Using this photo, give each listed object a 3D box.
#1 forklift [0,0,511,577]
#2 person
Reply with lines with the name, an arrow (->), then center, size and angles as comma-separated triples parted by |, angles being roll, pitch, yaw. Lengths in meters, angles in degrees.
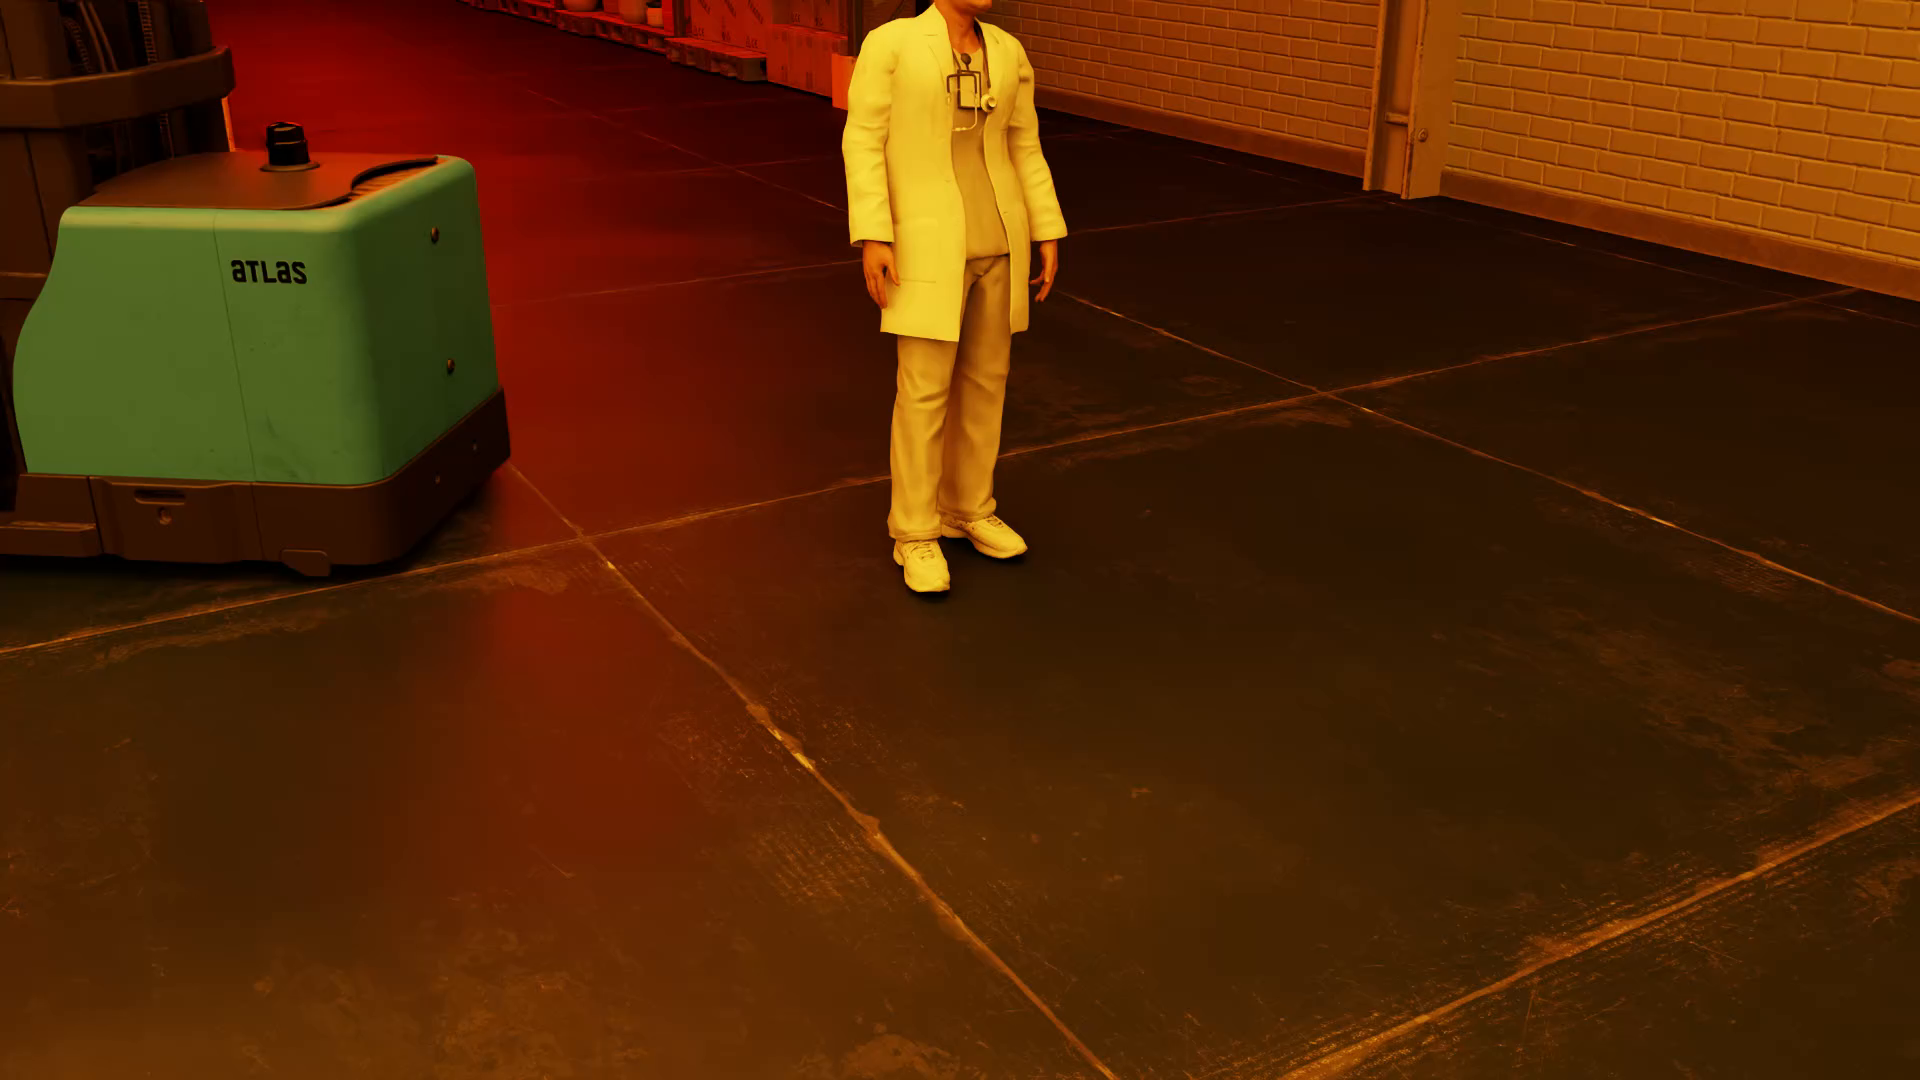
forklift -> -3.076, -1.472, 4.861 | 3.031, 2.935, 1.130 | 2, 22, 6
person -> 0.041, -0.798, 4.720 | 0.694, 1.775, 0.581 | -12, 25, -28
